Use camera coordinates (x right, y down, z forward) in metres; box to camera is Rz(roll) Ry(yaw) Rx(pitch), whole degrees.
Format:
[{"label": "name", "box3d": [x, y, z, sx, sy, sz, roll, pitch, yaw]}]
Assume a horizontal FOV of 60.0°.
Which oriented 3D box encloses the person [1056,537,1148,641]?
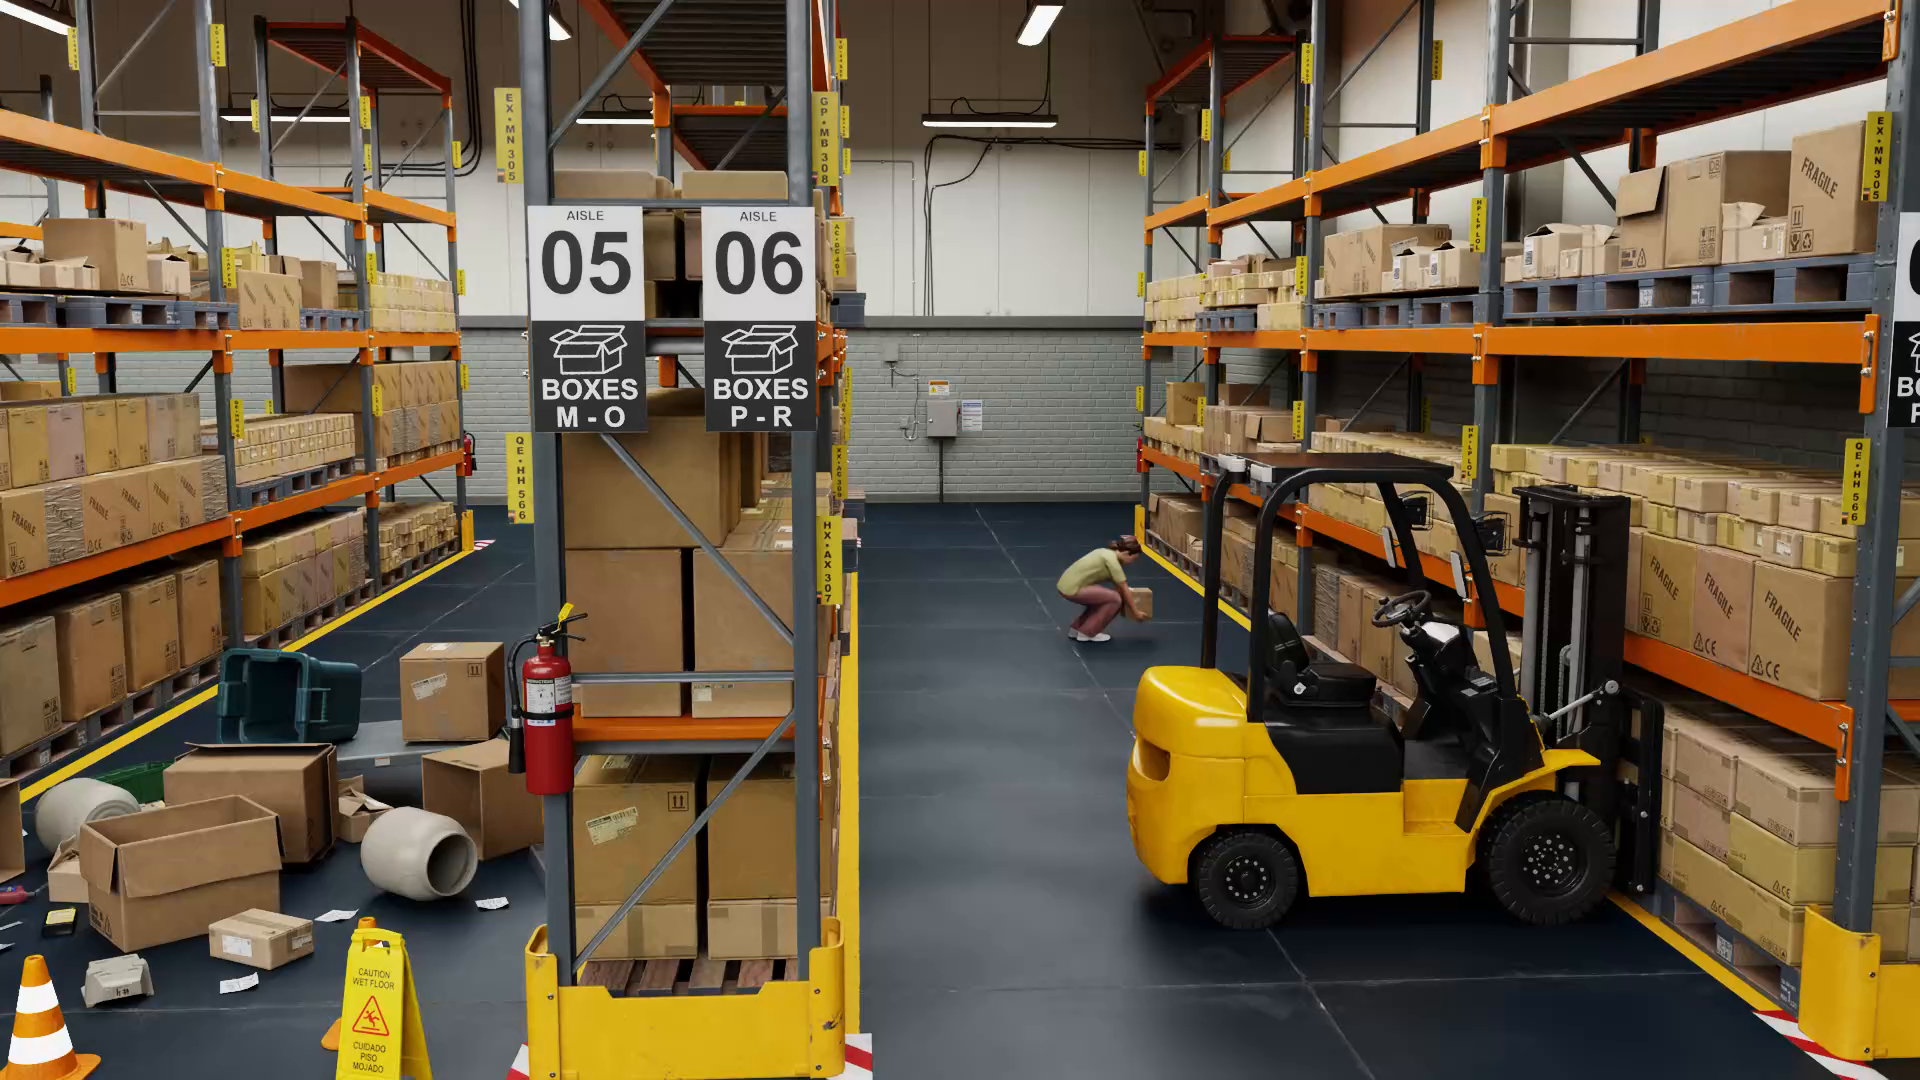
[{"label": "person", "box3d": [1.294, 0.446, 15.185, 0.824, 0.935, 0.454, -1, 7, -5]}]
